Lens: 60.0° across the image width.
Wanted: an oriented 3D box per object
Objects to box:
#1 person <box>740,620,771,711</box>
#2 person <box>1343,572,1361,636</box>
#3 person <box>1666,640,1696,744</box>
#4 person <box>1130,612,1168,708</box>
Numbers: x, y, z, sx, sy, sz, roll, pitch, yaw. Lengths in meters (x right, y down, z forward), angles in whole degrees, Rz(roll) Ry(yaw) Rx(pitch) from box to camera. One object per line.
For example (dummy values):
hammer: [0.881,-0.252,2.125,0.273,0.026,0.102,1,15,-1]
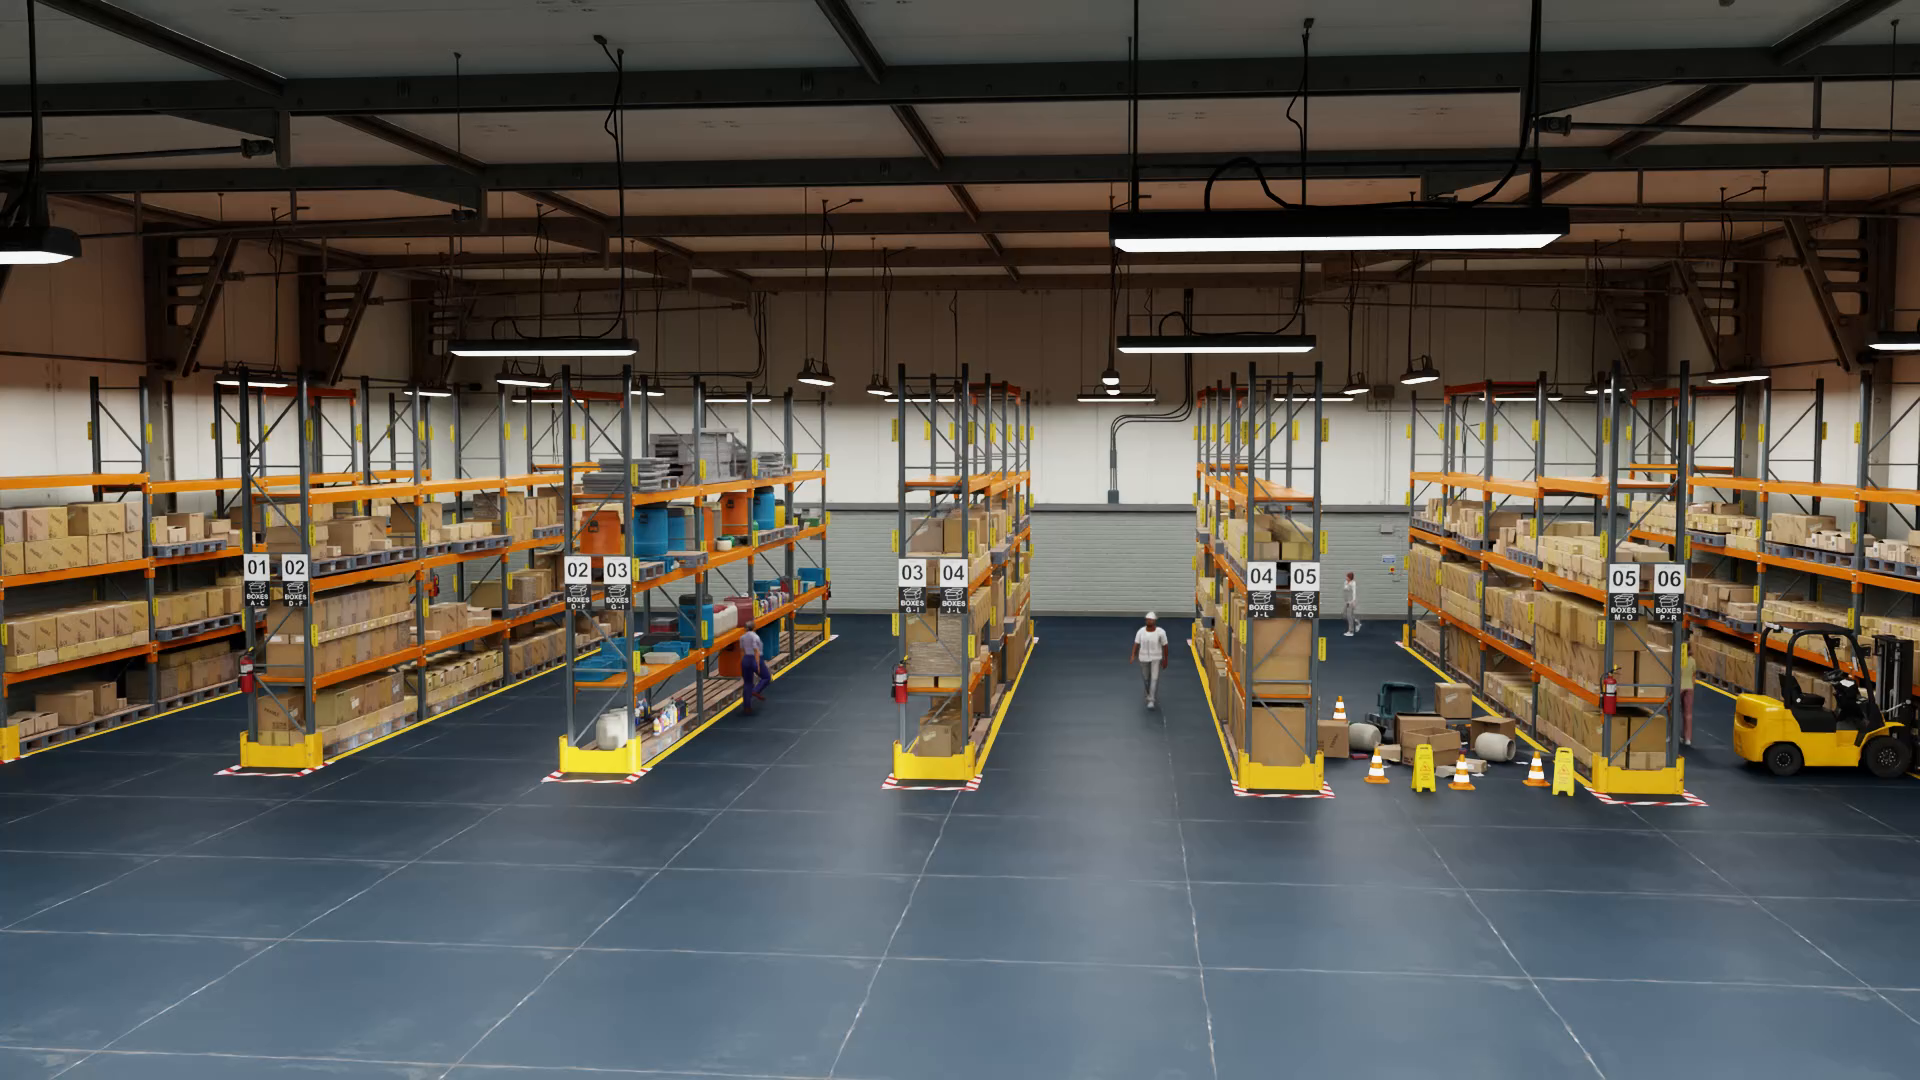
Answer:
person: [-3.725,2.299,29.964,0.538,1.545,0.525,1,4,21]
person: [9.698,1.561,41.074,0.556,1.582,0.426,-1,4,-17]
person: [11.676,2.477,26.810,0.456,1.715,0.595,0,4,2]
person: [3.463,2.175,30.431,0.670,1.706,1.070,1,4,14]
